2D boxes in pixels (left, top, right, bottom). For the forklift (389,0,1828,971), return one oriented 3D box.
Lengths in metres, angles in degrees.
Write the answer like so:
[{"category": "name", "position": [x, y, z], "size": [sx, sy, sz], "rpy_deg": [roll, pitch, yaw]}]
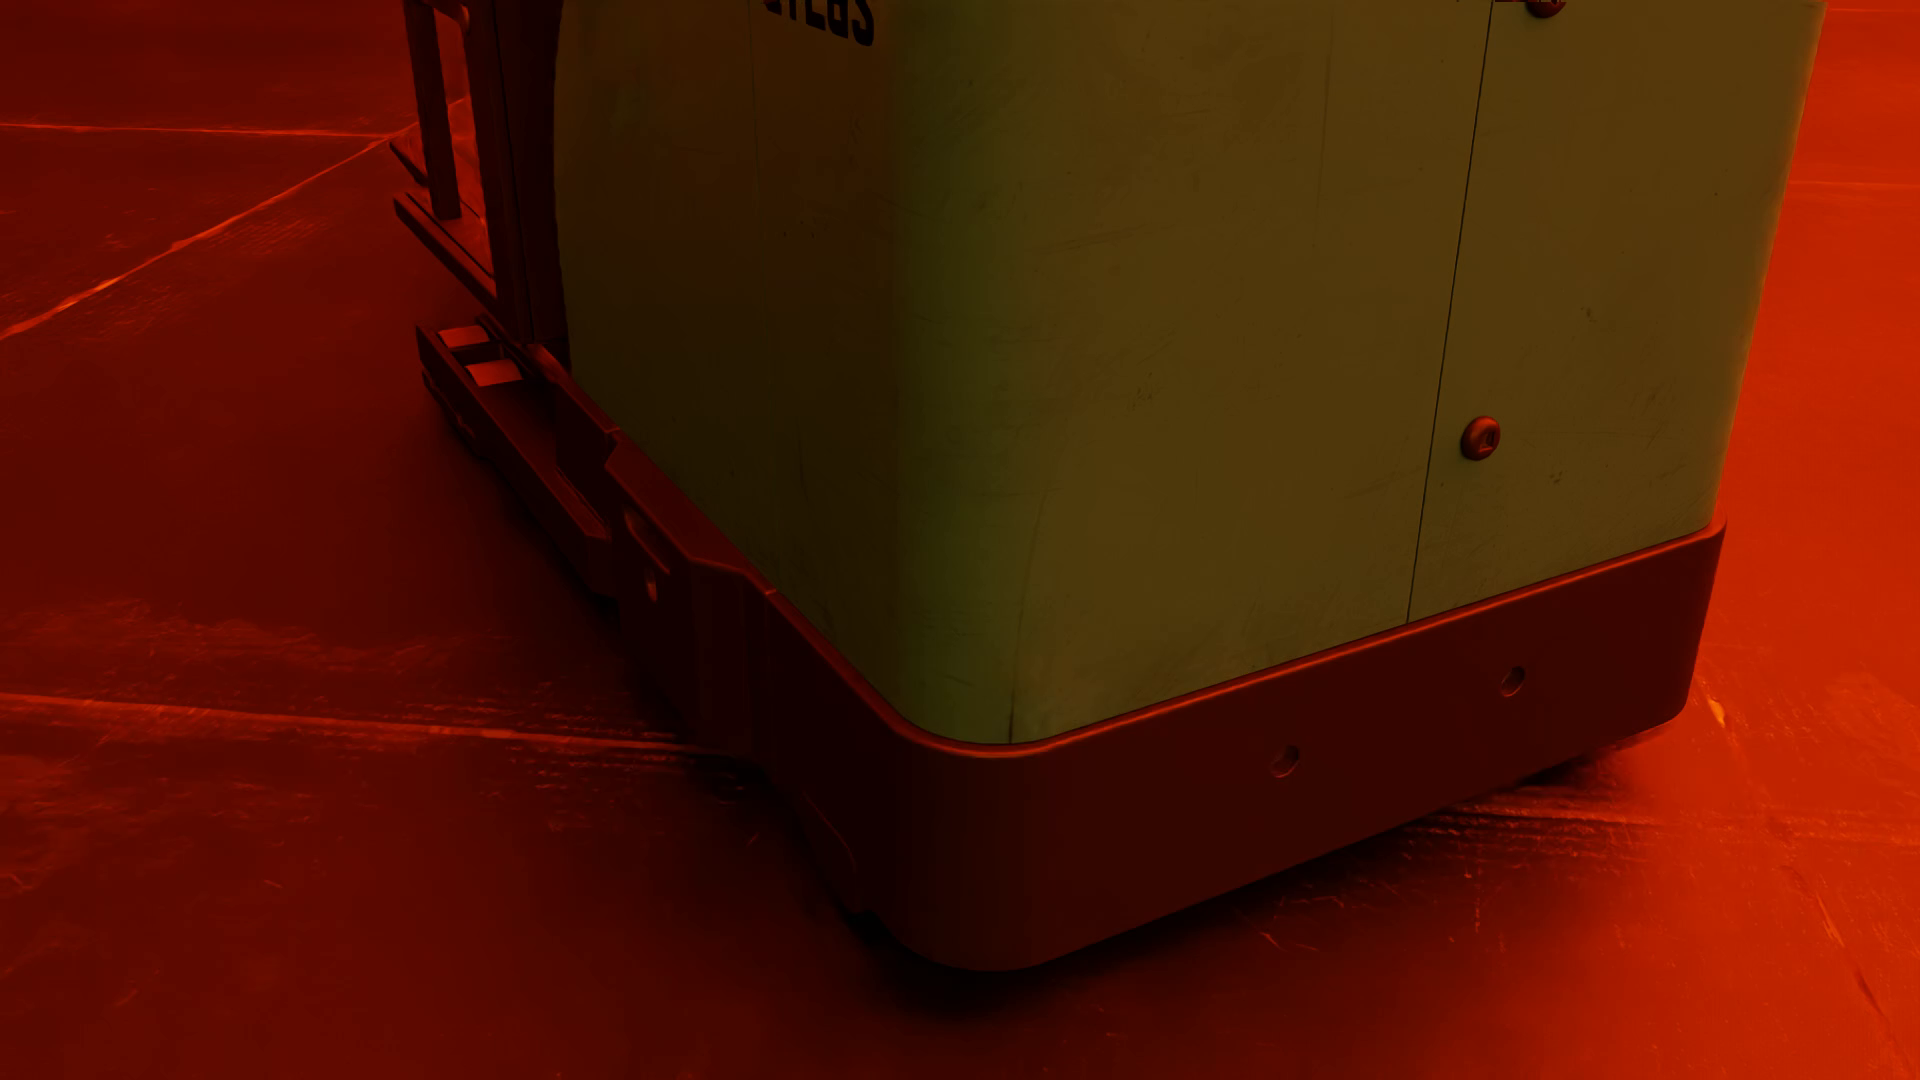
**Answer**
[{"category": "forklift", "position": [-0.294, -1.534, 2.292], "size": [1.130, 2.935, 3.031], "rpy_deg": [-14, 30, -26]}]
